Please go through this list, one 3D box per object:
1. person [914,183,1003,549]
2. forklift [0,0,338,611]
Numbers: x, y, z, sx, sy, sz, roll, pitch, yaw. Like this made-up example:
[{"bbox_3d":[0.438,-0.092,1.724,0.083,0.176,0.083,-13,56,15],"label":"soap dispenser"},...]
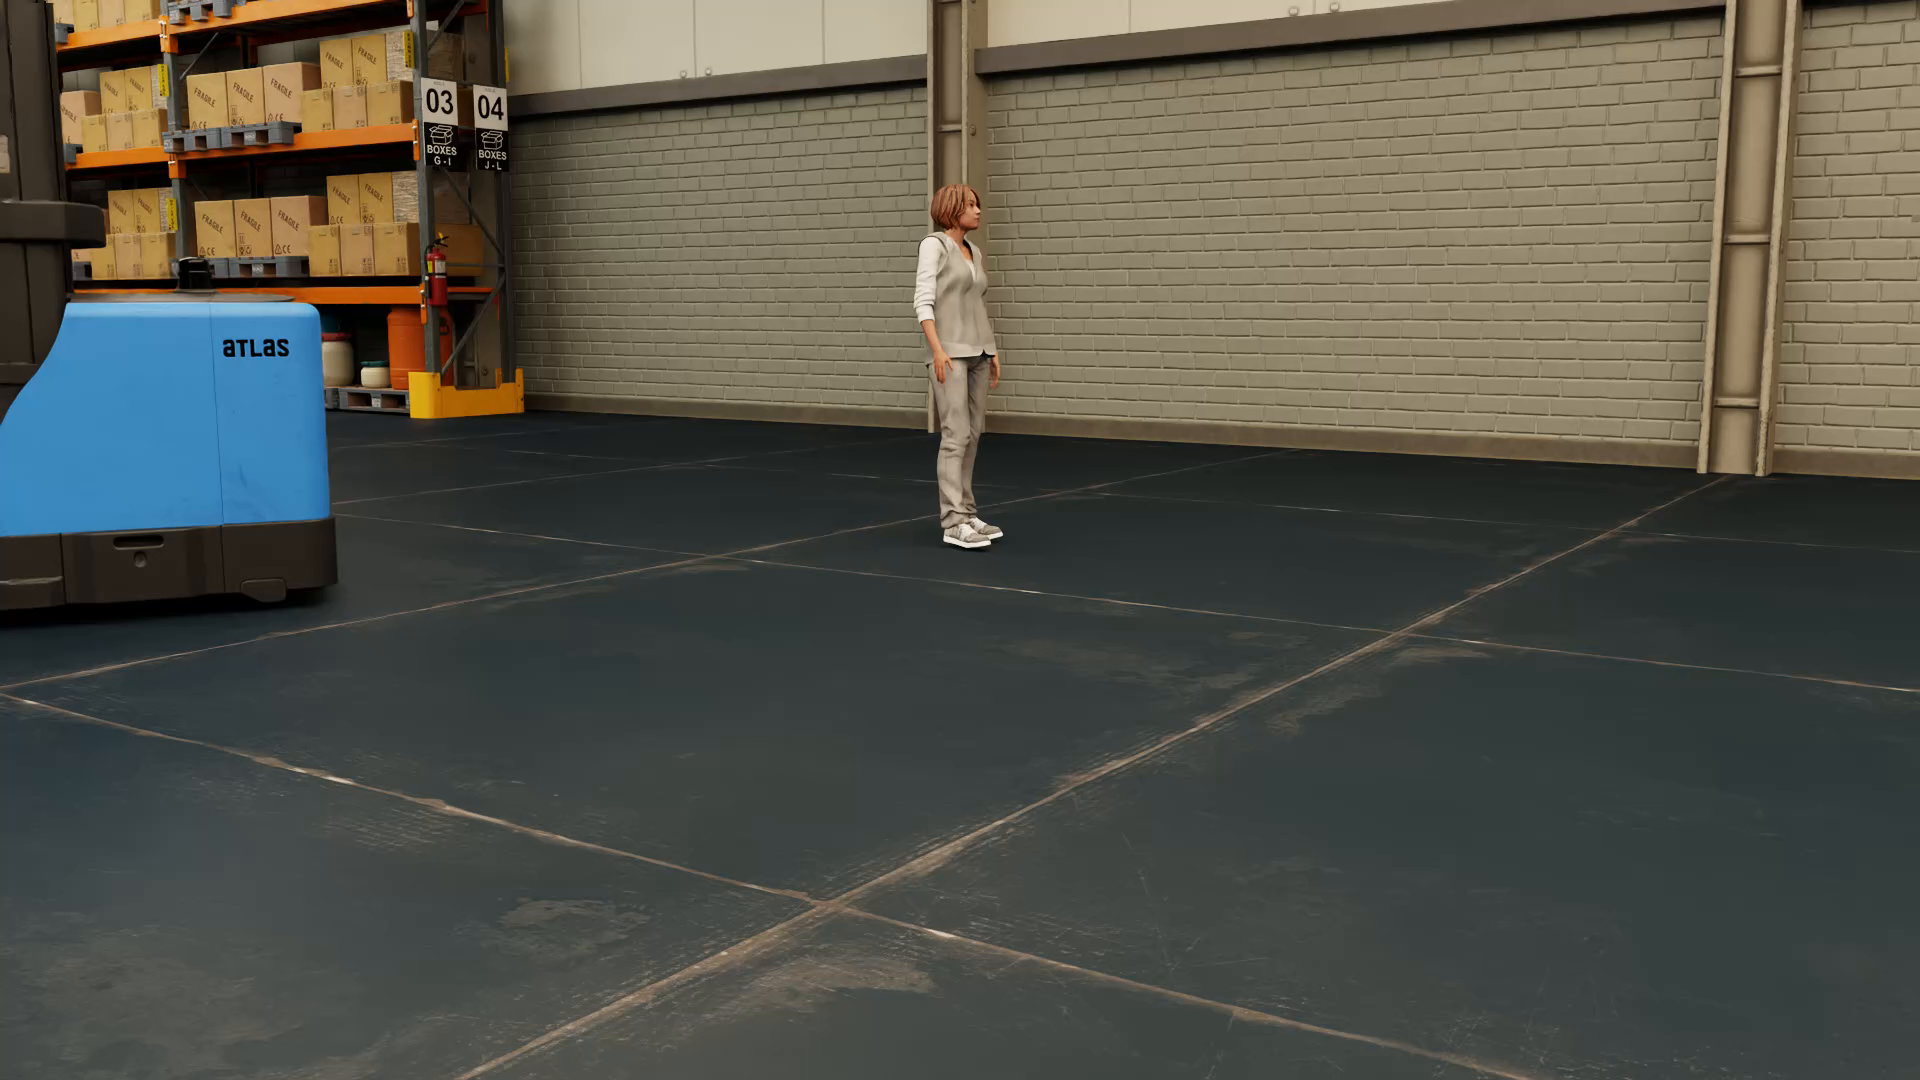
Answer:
[{"bbox_3d":[0.053,-0.791,7.438,0.475,1.597,0.520,5,10,34],"label":"person"},{"bbox_3d":[-3.803,-1.190,5.558,3.031,2.935,1.130,-4,9,-26],"label":"forklift"}]
